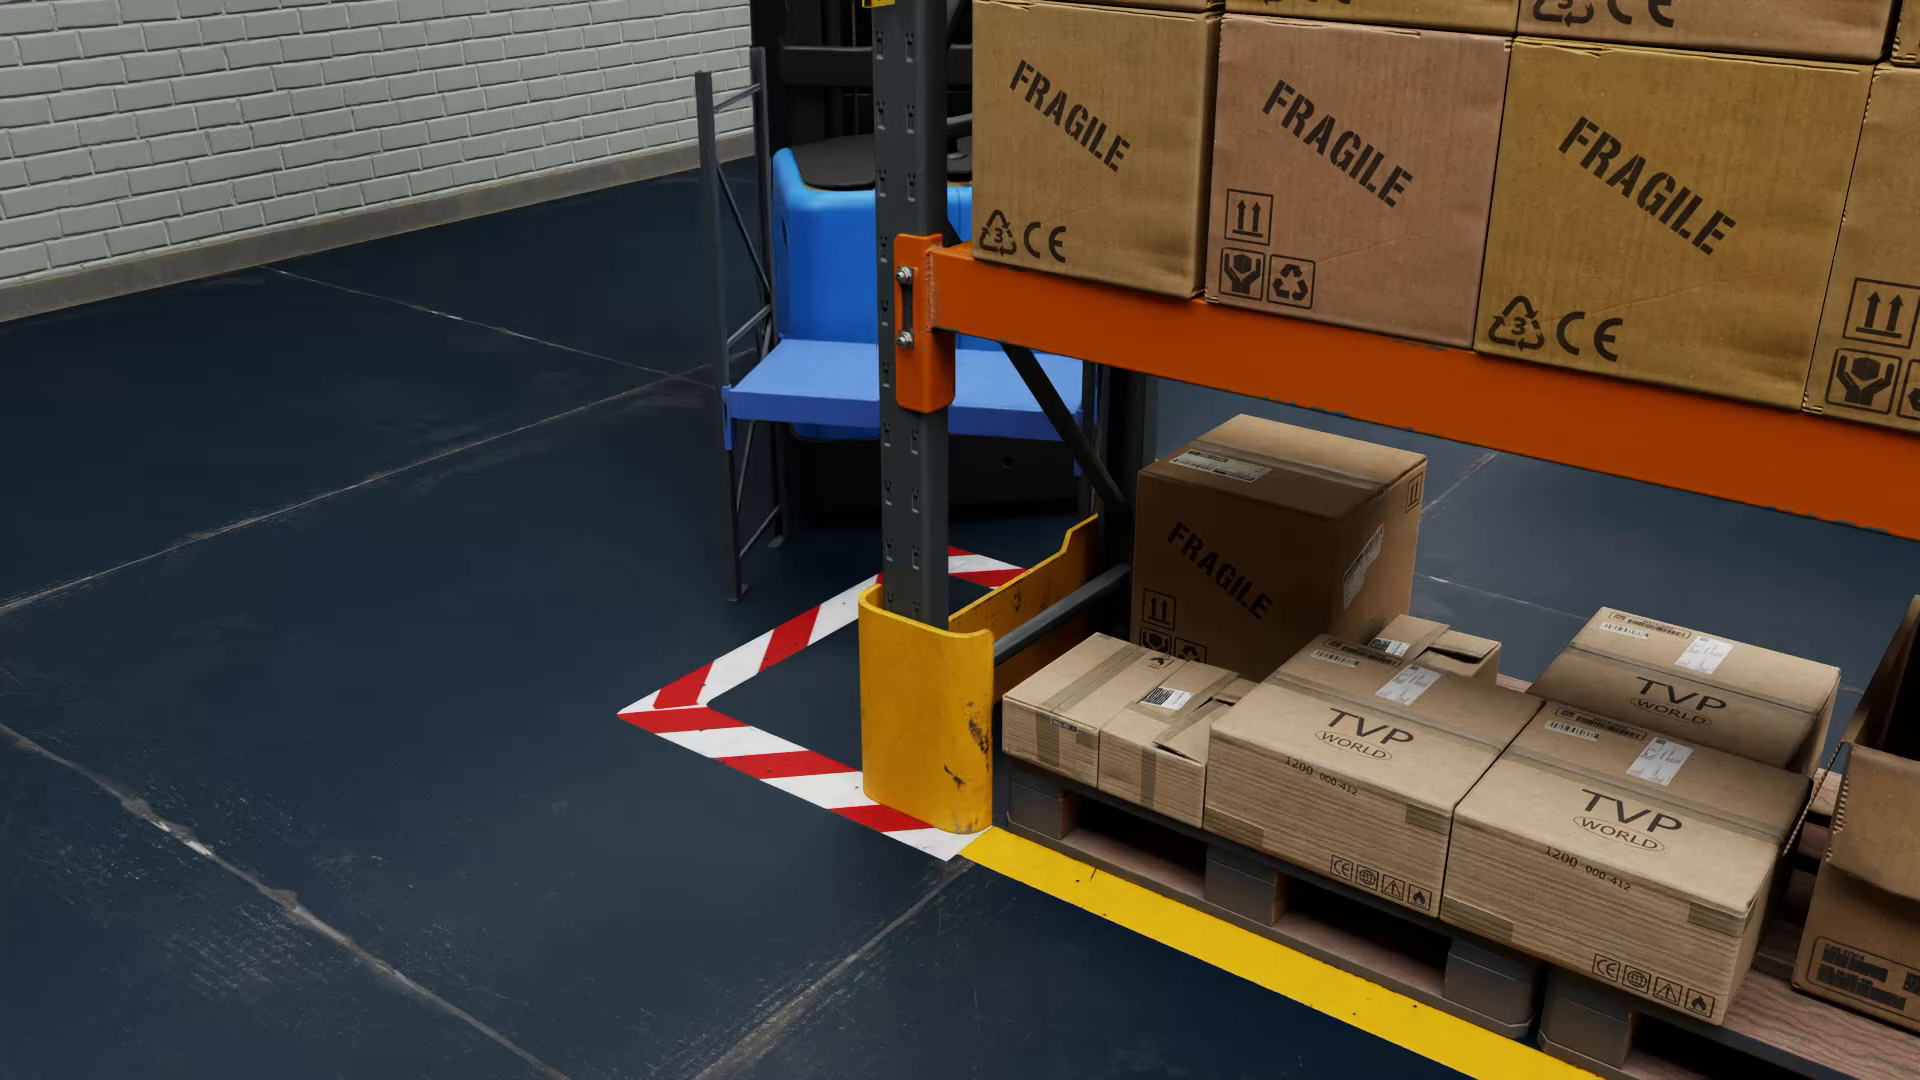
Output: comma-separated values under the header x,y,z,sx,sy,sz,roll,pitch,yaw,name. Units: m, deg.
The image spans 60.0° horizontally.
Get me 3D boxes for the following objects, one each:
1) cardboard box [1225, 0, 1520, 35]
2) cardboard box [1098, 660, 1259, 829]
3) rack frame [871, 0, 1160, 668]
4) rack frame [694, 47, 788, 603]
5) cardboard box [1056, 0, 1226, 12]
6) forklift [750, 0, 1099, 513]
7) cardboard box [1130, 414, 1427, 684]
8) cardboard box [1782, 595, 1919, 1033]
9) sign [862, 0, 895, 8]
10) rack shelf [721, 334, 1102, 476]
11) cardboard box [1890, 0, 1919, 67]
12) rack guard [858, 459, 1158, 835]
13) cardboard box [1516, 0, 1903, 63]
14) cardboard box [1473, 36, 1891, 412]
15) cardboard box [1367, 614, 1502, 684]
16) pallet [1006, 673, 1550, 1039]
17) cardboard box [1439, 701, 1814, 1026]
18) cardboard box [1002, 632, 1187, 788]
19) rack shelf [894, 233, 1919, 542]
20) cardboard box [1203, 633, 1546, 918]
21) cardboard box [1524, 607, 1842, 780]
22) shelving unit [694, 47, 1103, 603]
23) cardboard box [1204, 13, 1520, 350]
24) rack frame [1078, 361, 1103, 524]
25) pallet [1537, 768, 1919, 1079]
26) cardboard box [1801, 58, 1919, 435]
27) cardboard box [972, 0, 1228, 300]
x,y,z,sx,sy,sz,roll,pitch,yaw,name
0.793,-1.134,2.739,0.500,0.500,0.500,17,29,34,cardboard box
0.502,0.421,3.543,0.250,0.166,0.380,17,29,33,cardboard box
0.173,-0.947,3.679,0.127,3.000,1.000,17,29,33,rack frame
-0.612,-0.602,4.756,0.032,1.500,0.500,5,24,10,rack frame
0.370,-1.258,3.020,0.500,0.500,0.500,18,29,35,cardboard box
-0.241,-1.991,6.135,1.130,2.935,3.031,-4,24,-8,forklift
0.756,0.048,3.976,0.500,0.500,0.500,17,29,33,cardboard box
1.867,0.509,2.925,0.637,0.503,0.797,17,29,33,cardboard box
-0.153,-1.168,3.107,0.005,0.325,0.100,17,29,33,sign
-0.114,-0.397,4.737,1.000,0.185,0.538,5,24,10,rack shelf
1.597,-0.889,2.183,0.500,0.500,0.500,17,29,33,cardboard box
0.233,0.215,4.141,0.348,0.500,1.175,17,29,33,rack guard
1.190,-1.011,2.461,0.500,0.500,0.500,17,29,34,cardboard box
1.186,-0.555,2.665,0.500,0.500,0.500,17,29,33,cardboard box
1.026,0.327,3.755,0.250,0.166,0.380,17,29,33,cardboard box
0.872,0.540,3.762,1.213,0.211,1.003,17,29,33,pallet
1.238,0.575,3.089,0.500,0.250,0.500,17,29,33,cardboard box
0.302,0.369,3.683,0.250,0.149,0.380,17,29,33,cardboard box
1.773,-0.134,2.726,4.000,0.370,1.077,17,29,33,rack shelf
0.838,0.454,3.364,0.500,0.250,0.500,17,29,33,cardboard box
1.498,0.402,3.483,0.500,0.250,0.500,17,29,33,cardboard box
-0.114,-0.561,4.664,1.048,1.500,0.538,5,24,10,shelving unit
0.786,-0.677,2.943,0.500,0.500,0.500,16,29,33,cardboard box
0.384,-0.521,4.572,0.032,1.500,0.500,5,24,10,rack frame
1.844,0.835,3.092,1.213,0.211,1.003,17,29,33,pallet
1.585,-0.433,2.389,0.500,0.500,0.500,17,29,34,cardboard box
0.370,-0.800,3.222,0.500,0.500,0.500,18,29,34,cardboard box
